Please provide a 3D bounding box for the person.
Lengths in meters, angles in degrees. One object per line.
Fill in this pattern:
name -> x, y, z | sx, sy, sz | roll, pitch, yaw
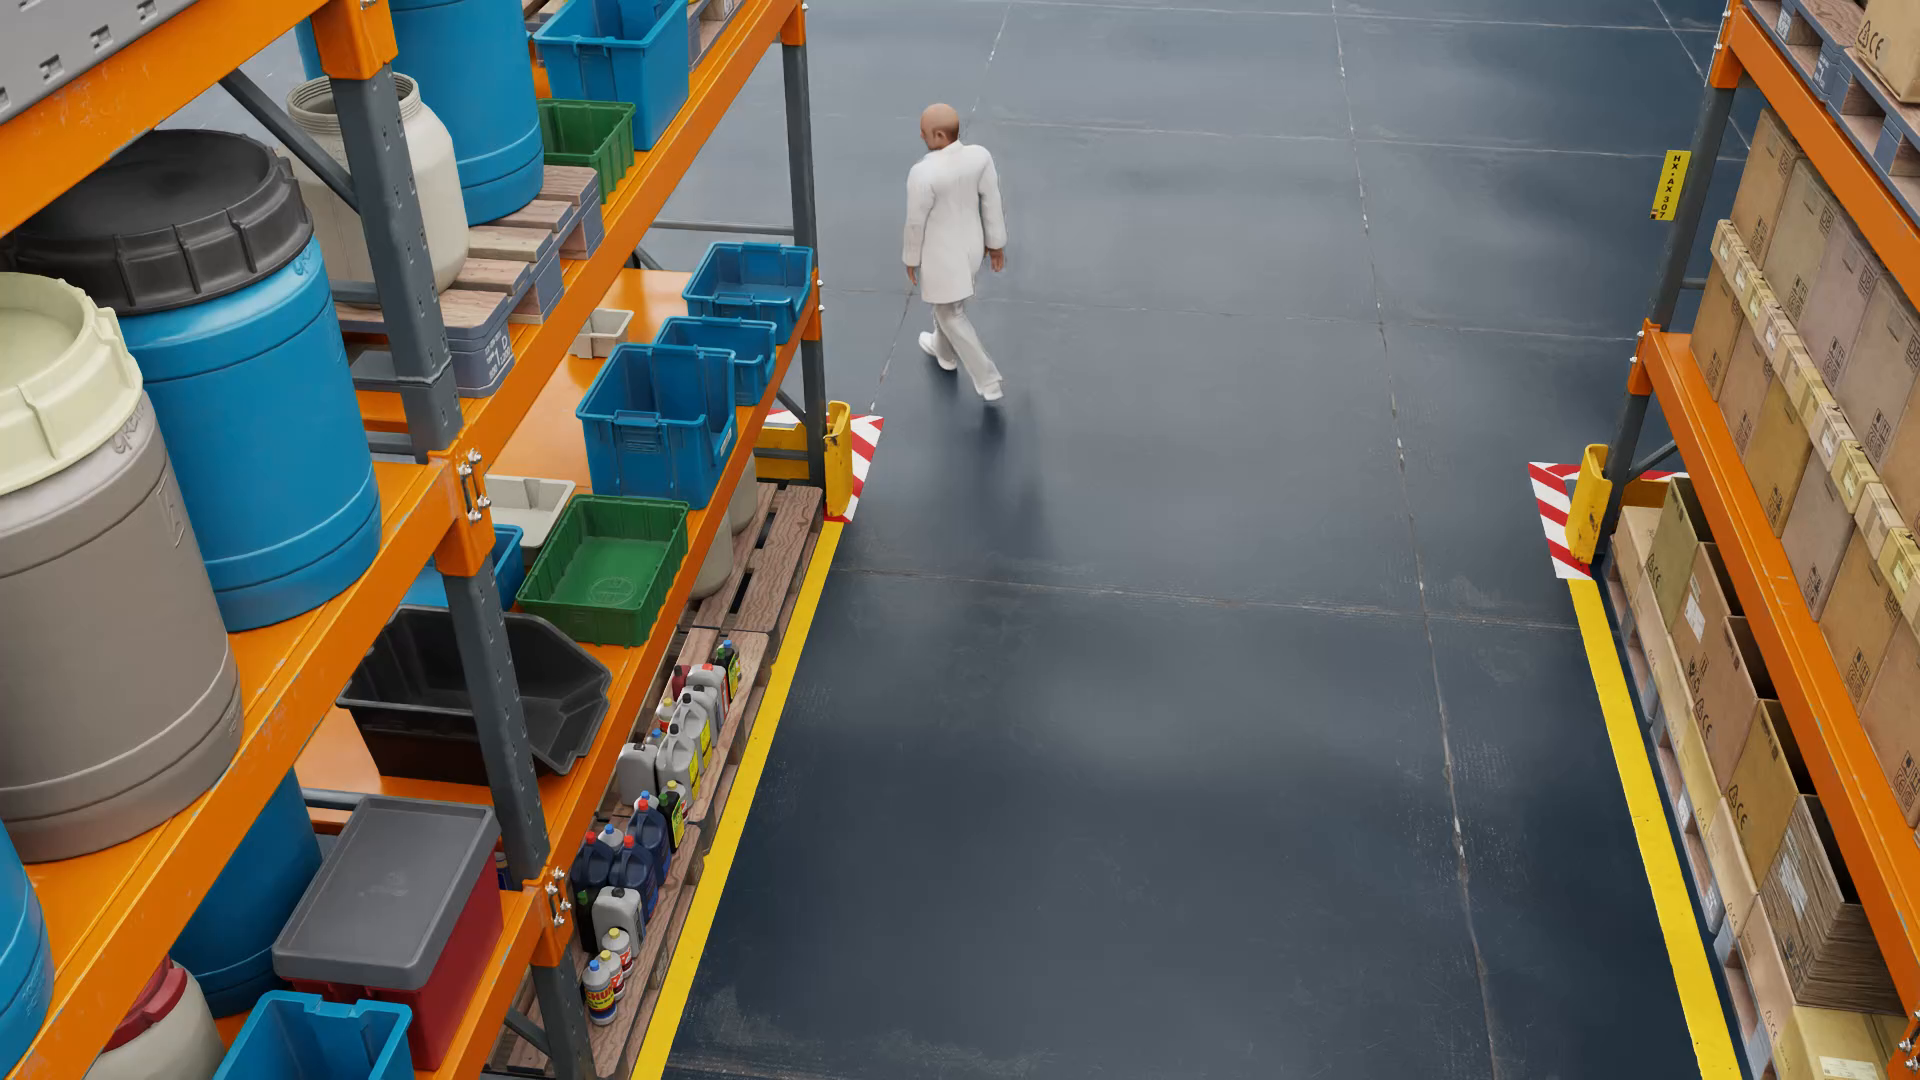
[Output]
person -> -0.058, -1.626, 9.318 | 0.621, 1.733, 0.978 | -25, 43, -31
